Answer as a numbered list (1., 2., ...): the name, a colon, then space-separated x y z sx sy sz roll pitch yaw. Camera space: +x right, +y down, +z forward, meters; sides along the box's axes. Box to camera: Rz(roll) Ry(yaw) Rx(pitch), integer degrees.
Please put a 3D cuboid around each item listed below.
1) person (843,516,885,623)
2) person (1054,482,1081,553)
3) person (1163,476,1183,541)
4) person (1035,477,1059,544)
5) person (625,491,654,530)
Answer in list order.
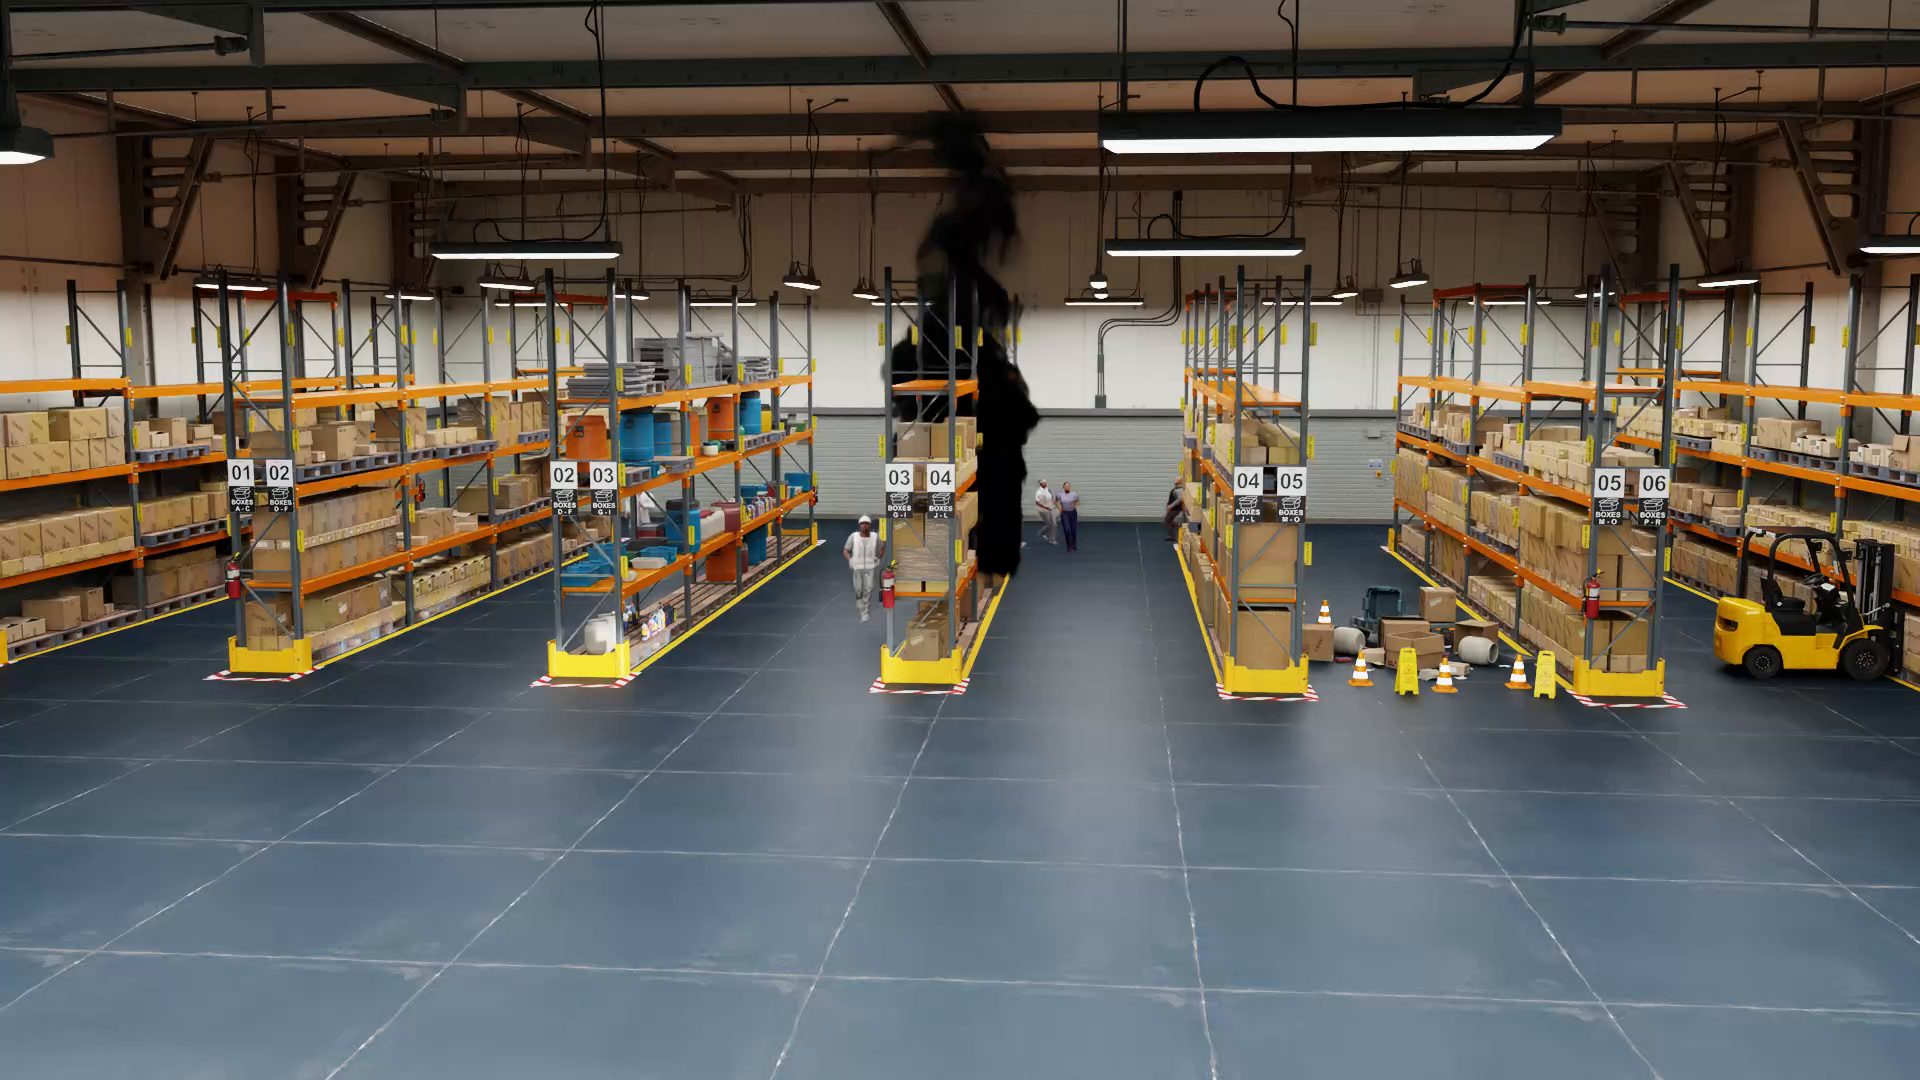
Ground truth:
1. person: -1.584 0.482 27.697 0.702 1.767 0.804 -1 7 -6
2. person: 2.531 -0.521 39.020 0.602 1.705 0.696 -1 7 -7
3. person: 5.237 -0.771 40.856 0.524 1.633 0.732 2 7 14
4. person: 2.052 -0.709 40.490 0.625 1.665 0.605 6 9 40
5. person: -7.199 -0.429 37.394 0.681 1.838 0.902 0 7 -4
